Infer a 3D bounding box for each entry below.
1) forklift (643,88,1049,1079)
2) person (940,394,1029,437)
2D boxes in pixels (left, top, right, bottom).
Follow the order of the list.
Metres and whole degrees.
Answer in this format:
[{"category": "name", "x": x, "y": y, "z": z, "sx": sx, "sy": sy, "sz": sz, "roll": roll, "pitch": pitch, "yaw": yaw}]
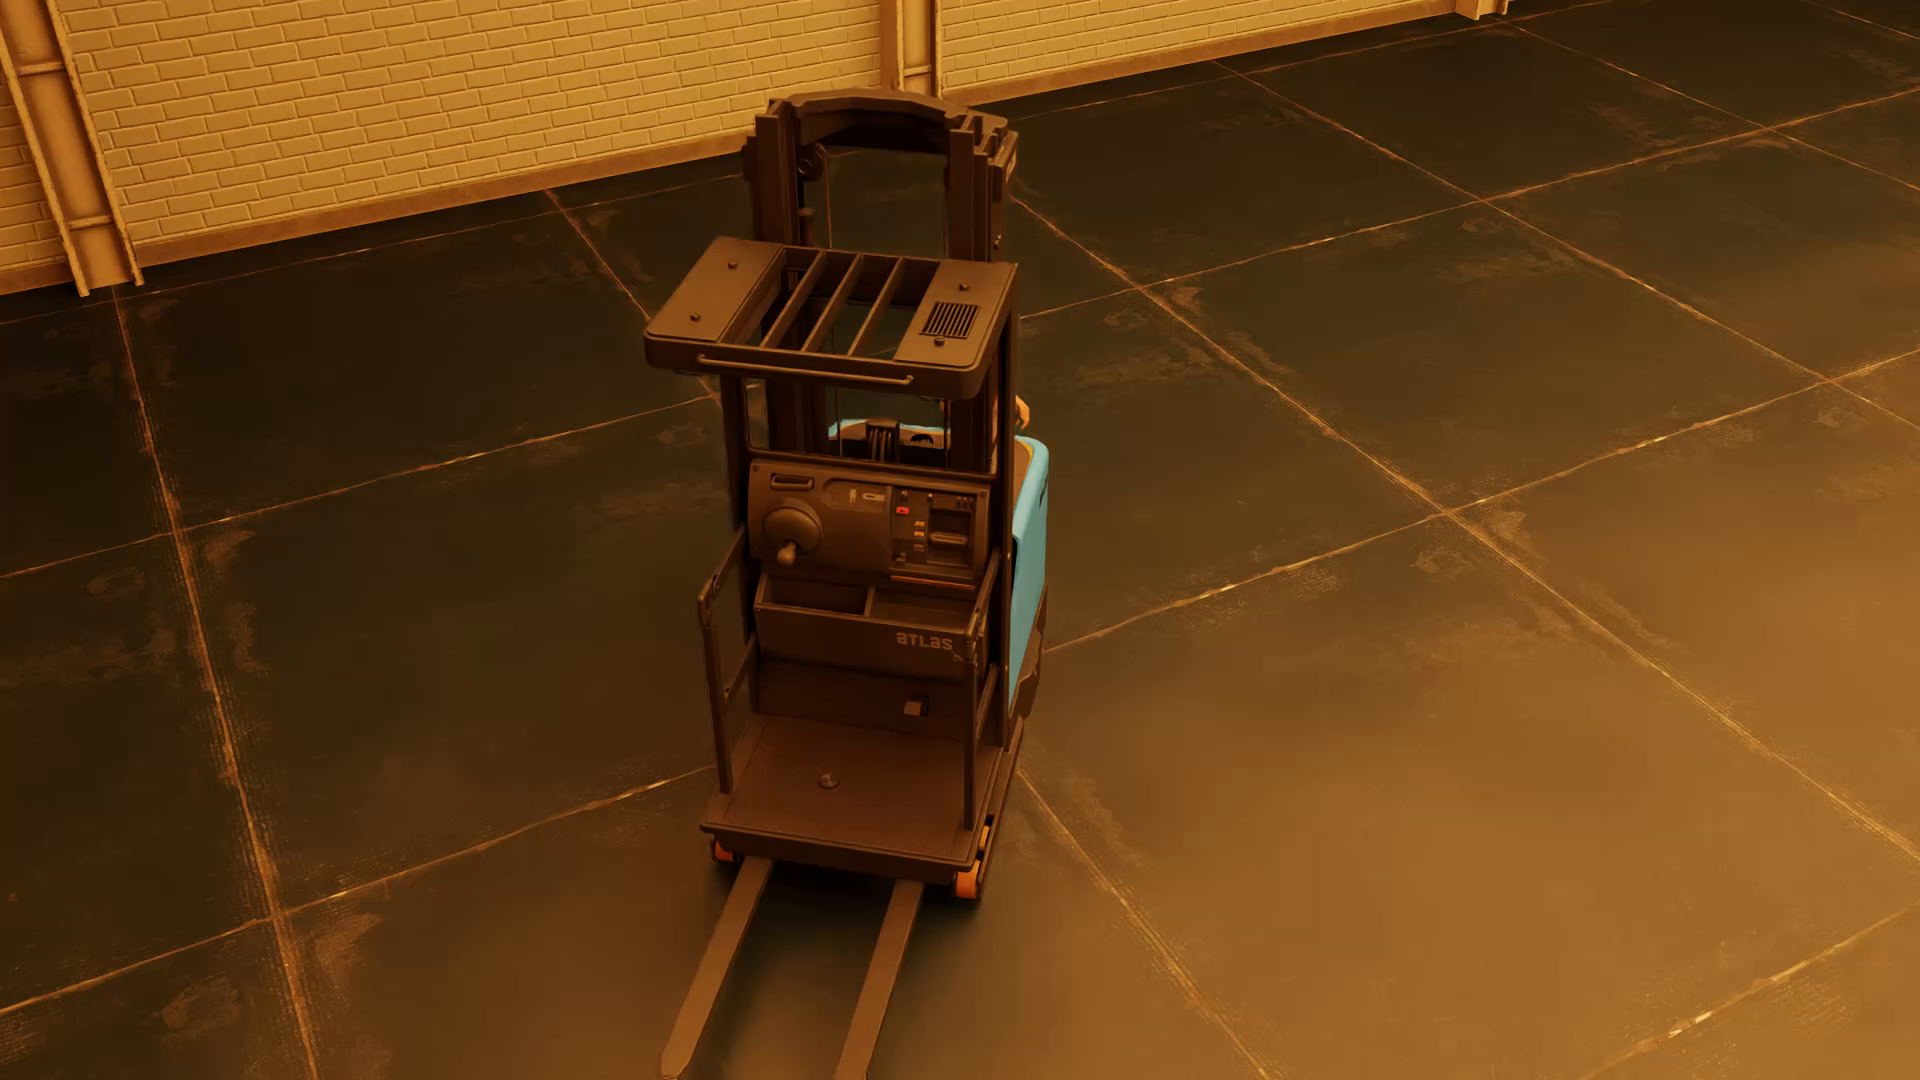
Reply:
[{"category": "forklift", "x": -0.392, "y": 0.000, "z": 6.124, "sx": 1.130, "sy": 2.935, "sz": 3.031, "roll": 7, "pitch": 36, "yaw": 10}, {"category": "person", "x": 0.148, "y": -0.701, "z": 8.340, "sx": 0.551, "sy": 1.564, "sz": 0.716, "roll": -20, "pitch": 40, "yaw": -26}]
